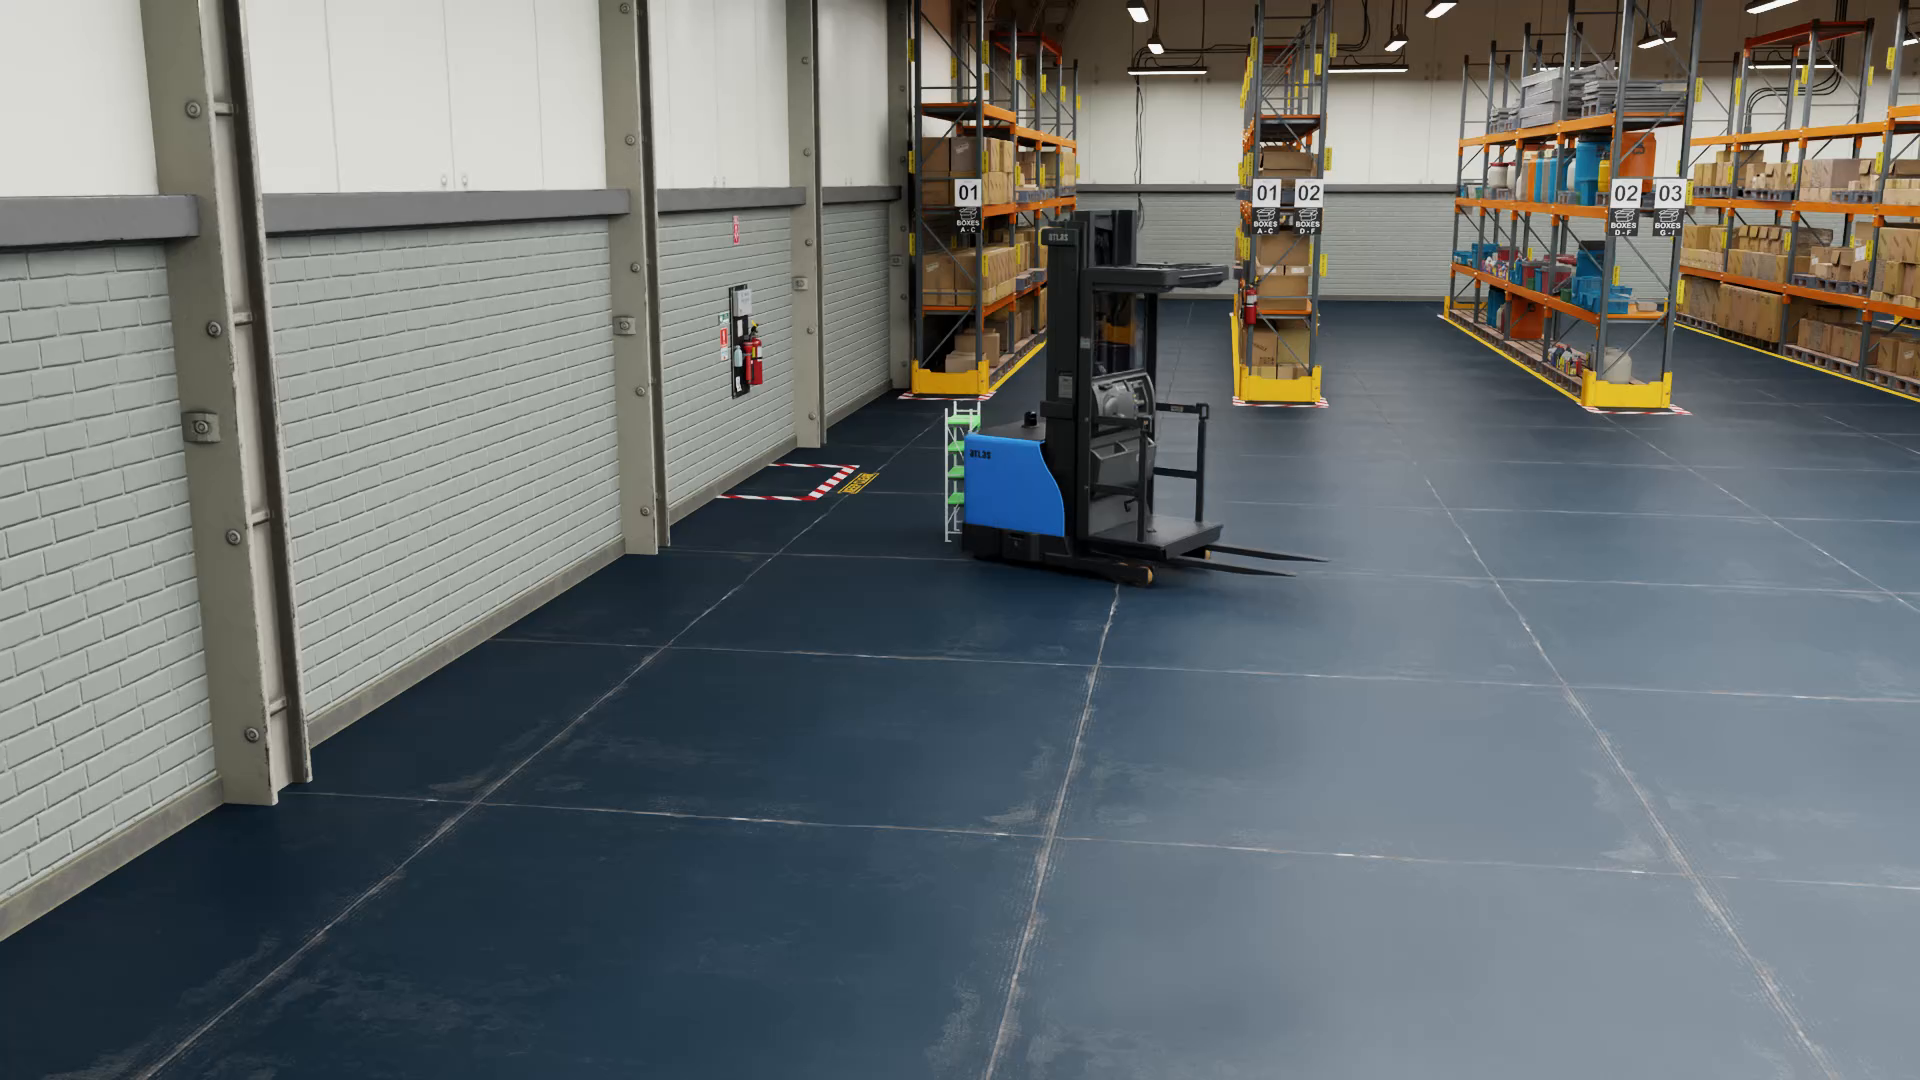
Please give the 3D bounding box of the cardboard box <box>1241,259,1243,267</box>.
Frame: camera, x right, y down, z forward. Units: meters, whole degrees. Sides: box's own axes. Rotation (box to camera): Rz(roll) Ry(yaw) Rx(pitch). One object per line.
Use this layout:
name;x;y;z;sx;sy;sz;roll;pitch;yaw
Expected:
cardboard box;5.946;-5.605;32.646;0.700;0.500;0.500;-2;12;-10

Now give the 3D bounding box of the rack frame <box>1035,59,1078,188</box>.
rack frame;2.295;-9.973;39.912;1.000;3.000;0.127;2;12;9

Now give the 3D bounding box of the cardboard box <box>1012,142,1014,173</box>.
cardboard box;0.641;-6.443;27.994;0.500;0.500;0.500;1;12;4

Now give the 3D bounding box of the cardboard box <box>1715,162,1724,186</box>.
cardboard box;16.512;-7.773;35.348;0.700;0.500;0.500;3;12;12

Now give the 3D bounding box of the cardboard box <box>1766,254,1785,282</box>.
cardboard box;15.662;-5.157;31.566;0.500;0.500;0.500;2;12;8

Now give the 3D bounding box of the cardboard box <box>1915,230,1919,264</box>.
cardboard box;14.594;-4.346;24.724;0.500;0.500;0.500;2;12;9

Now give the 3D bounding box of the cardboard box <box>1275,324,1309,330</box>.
cardboard box;5.172;-3.091;25.967;0.500;0.500;0.500;2;12;9

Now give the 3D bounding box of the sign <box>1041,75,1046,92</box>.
sign;1.603;-8.788;32.005;0.100;0.325;0.005;2;12;9

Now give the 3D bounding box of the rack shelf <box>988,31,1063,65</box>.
rack shelf;1.373;-9.997;33.842;1.077;0.370;4.000;2;12;9

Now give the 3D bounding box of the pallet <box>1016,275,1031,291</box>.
pallet;0.711;-4.603;29.689;1.003;0.211;1.213;2;12;9

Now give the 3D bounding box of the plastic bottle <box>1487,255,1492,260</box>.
plastic bottle;11.089;-5.792;34.865;0.144;0.351;0.185;2;12;9

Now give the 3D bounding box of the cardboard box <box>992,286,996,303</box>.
cardboard box;0.289;-3.846;26.030;0.500;0.250;0.500;1;12;7

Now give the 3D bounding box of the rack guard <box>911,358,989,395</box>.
rack guard;-0.154;-2.504;25.426;1.175;0.500;0.348;2;12;9

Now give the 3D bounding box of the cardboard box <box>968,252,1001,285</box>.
cardboard box;0.377;-4.313;26.414;0.500;0.500;0.500;1;12;7

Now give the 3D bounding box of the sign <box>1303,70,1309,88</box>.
sign;6.509;-8.665;31.248;0.100;0.325;0.005;2;12;9

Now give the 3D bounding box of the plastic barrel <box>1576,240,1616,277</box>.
plastic barrel;10.598;-4.537;27.738;0.600;0.901;0.708;2;12;9

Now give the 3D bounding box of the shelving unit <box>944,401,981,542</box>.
shelving unit;0.025;-0.621;15.027;0.258;1.200;0.503;2;12;9

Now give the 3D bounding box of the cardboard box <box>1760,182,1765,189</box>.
cardboard box;15.986;-6.970;32.696;0.380;0.149;0.250;1;12;6

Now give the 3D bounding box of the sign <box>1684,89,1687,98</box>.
sign;16.431;-10.045;37.652;0.100;0.325;0.005;2;12;9

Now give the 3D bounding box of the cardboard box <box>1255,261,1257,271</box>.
cardboard box;4.798;-4.272;25.918;0.380;0.149;0.250;2;12;10

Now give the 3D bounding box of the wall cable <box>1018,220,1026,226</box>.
wall cable;1.558;-7.835;41.816;0.084;1.984;1.851;2;12;9

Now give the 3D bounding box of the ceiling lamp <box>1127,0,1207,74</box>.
ceiling lamp;5.204;-13.304;41.510;2.000;3.185;0.800;2;12;9

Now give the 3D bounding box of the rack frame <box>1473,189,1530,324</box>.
rack frame;11.469;-5.887;35.191;1.000;3.000;0.127;2;12;9

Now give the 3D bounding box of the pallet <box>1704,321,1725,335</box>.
pallet;16.558;-4.519;35.462;1.003;0.211;1.213;2;12;9

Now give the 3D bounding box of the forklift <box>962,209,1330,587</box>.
forklift;1.514;-1.186;13.539;3.031;2.935;1.130;9;15;34

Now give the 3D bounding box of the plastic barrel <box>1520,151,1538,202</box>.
plastic barrel;10.513;-6.602;30.197;0.600;0.901;0.600;0;12;0

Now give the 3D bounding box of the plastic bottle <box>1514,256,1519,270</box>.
plastic bottle;11.509;-5.666;34.280;0.144;0.351;0.185;2;12;9

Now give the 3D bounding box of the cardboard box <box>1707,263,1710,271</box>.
cardboard box;16.205;-5.838;35.561;0.380;0.149;0.250;2;12;10

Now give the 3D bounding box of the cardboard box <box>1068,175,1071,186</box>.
cardboard box;2.291;-8.310;38.435;0.500;0.250;0.500;2;12;7

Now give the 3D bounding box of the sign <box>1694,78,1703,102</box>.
sign;10.167;-6.201;22.903;0.100;0.325;0.005;2;12;9

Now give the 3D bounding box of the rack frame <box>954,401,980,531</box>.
rack frame;0.063;-0.672;15.263;0.240;1.200;0.015;2;12;9

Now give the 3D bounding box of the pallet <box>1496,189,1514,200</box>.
pallet;11.274;-6.859;33.027;1.003;0.211;1.213;2;12;9

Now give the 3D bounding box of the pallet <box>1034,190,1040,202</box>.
pallet;0.807;-6.258;30.239;1.213;0.211;1.003;2;12;9

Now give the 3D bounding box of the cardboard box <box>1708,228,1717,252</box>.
cardboard box;16.251;-6.374;35.319;0.500;0.500;0.500;2;12;9

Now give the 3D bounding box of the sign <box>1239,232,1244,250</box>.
sign;5.423;-5.759;32.034;0.100;0.325;0.005;2;12;9

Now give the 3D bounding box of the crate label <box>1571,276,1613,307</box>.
crate label;9.640;-3.798;25.414;0.502;0.435;0.616;2;12;9

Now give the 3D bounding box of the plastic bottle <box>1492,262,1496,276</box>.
plastic bottle;10.784;-5.456;33.494;0.097;0.271;0.097;0;12;0

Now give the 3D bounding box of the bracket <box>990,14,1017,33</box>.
bracket;0.821;-10.436;33.516;0.076;0.066;4.783;2;12;9

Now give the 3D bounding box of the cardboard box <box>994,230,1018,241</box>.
cardboard box;0.879;-6.049;33.170;0.500;0.250;0.500;2;12;10

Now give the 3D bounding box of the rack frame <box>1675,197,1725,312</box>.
rack frame;16.979;-6.559;38.310;1.000;3.000;0.127;2;12;9

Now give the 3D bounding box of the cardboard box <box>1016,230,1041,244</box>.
cardboard box;1.394;-6.038;33.121;0.500;0.250;0.500;2;12;10

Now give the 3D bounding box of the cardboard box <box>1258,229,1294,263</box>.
cardboard box;4.898;-4.451;25.210;0.700;0.500;0.500;2;12;7

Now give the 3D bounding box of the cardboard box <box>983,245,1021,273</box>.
cardboard box;0.725;-5.166;30.562;0.700;0.500;0.500;4;13;16

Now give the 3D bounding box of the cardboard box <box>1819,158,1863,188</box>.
cardboard box;15.270;-6.354;28.811;0.500;0.500;0.500;2;12;7

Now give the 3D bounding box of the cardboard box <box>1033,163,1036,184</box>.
cardboard box;1.210;-7.435;33.973;0.700;0.500;0.500;3;12;12

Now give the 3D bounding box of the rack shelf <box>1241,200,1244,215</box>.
rack shelf;6.268;-6.747;33.767;1.077;0.370;4.000;2;12;9

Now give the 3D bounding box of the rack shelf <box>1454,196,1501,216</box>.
rack shelf;11.777;-7.418;36.882;1.077;0.370;4.000;2;12;9

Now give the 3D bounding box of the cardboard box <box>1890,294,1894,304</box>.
cardboard box;14.711;-3.747;25.854;0.380;0.149;0.250;2;12;9

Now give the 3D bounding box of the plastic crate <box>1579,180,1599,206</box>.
plastic crate;9.620;-5.254;25.172;0.392;0.384;0.575;2;12;9

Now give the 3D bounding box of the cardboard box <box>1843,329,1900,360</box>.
cardboard box;15.341;-3.280;27.983;0.700;0.500;0.500;2;12;8

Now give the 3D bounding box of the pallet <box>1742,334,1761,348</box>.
pallet;16.134;-3.946;32.801;1.003;0.211;1.213;2;12;9

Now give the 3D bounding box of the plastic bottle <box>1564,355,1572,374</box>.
plastic bottle;9.560;-2.750;26.053;0.152;0.276;0.135;2;12;7

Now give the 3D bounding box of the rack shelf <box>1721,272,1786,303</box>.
rack shelf;16.056;-4.959;32.590;1.077;0.370;4.000;2;12;9

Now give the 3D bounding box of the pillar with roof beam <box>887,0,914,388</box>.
pillar with roof beam;3.341;-6.677;24.616;9.100;9.000;0.400;2;12;9
